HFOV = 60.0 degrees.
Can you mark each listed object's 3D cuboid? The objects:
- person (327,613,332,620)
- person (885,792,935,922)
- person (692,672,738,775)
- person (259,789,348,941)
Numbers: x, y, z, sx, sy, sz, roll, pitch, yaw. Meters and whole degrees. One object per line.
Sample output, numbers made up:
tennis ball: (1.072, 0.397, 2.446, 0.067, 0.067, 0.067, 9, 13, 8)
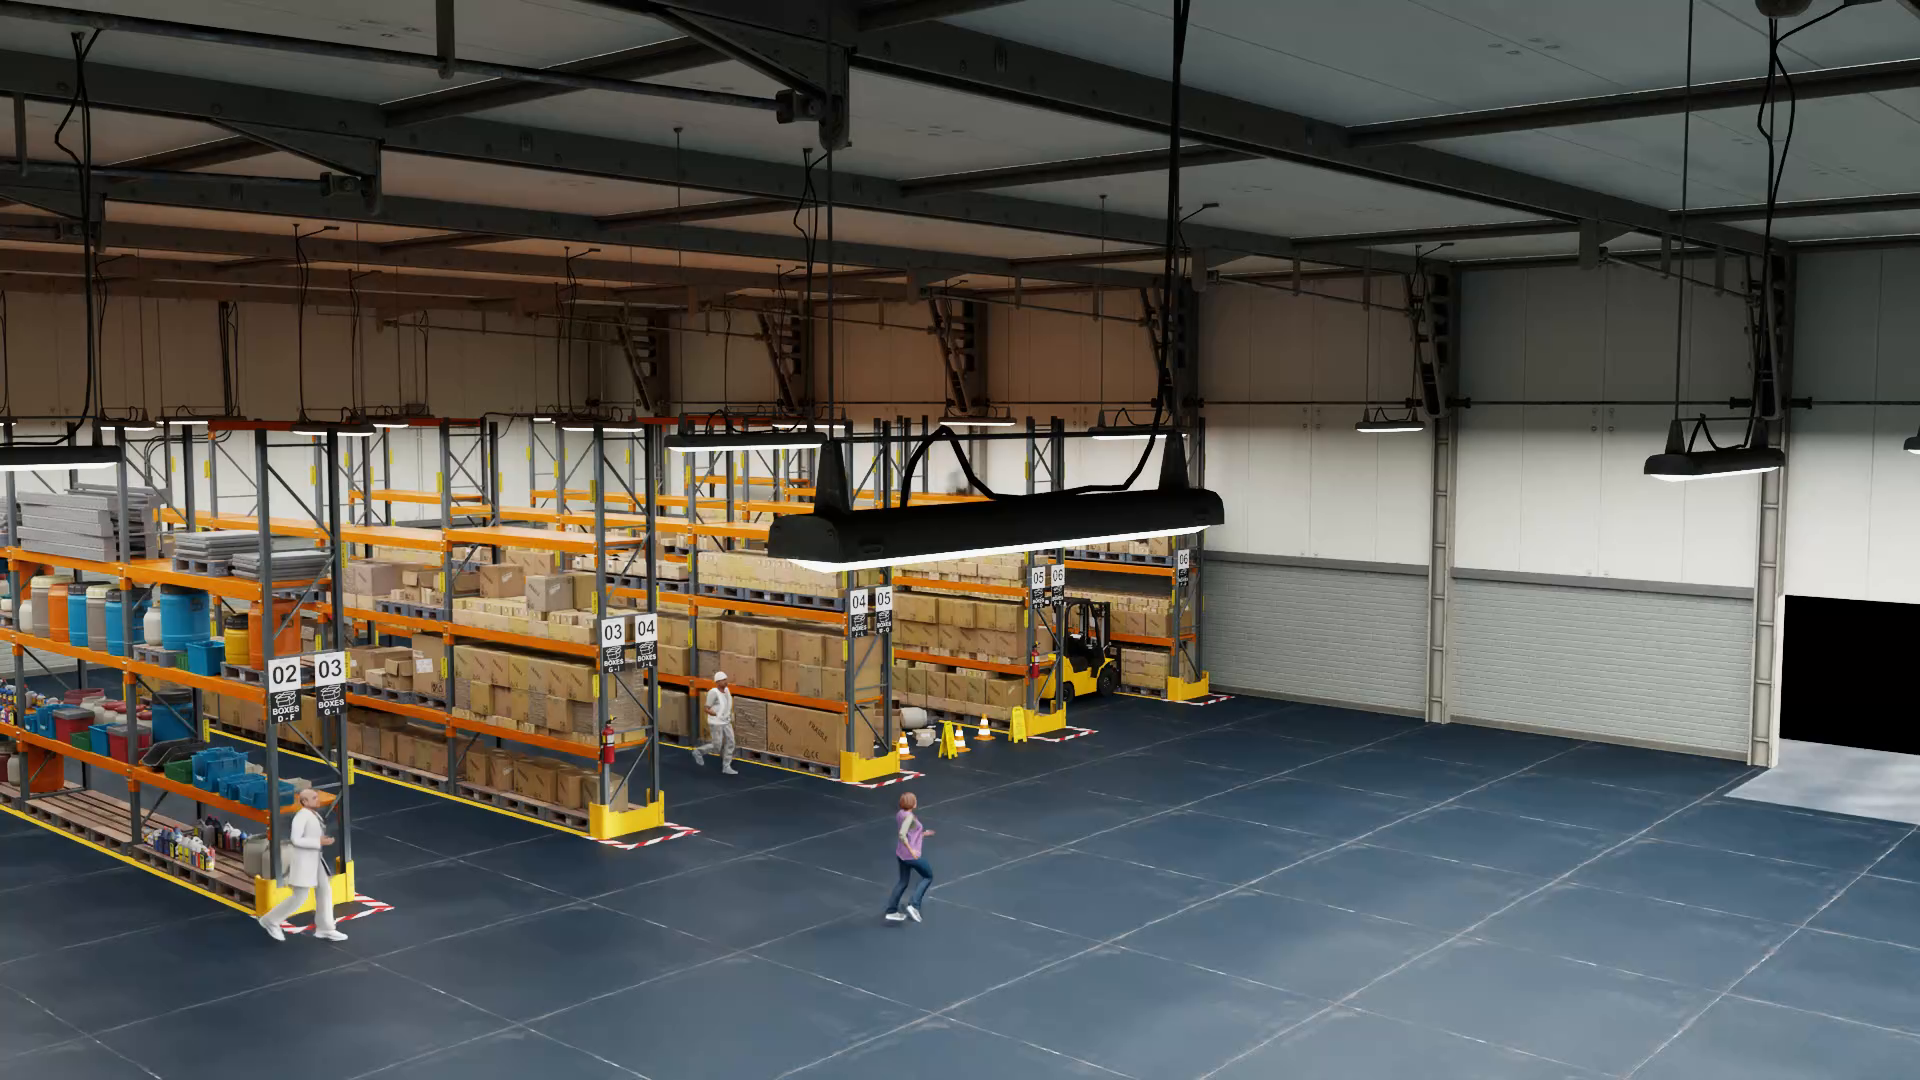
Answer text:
person: (-14.990, 2.271, 39.072, 0.572, 1.688, 0.791, -4, 6, -37)
person: (-0.596, 3.852, 20.185, 0.667, 1.597, 0.505, -3, 5, -30)
person: (-4.153, 3.104, 28.317, 0.857, 1.753, 0.671, 2, 5, 27)
person: (-7.677, 3.818, 19.548, 0.921, 1.790, 0.718, 0, 5, -3)
